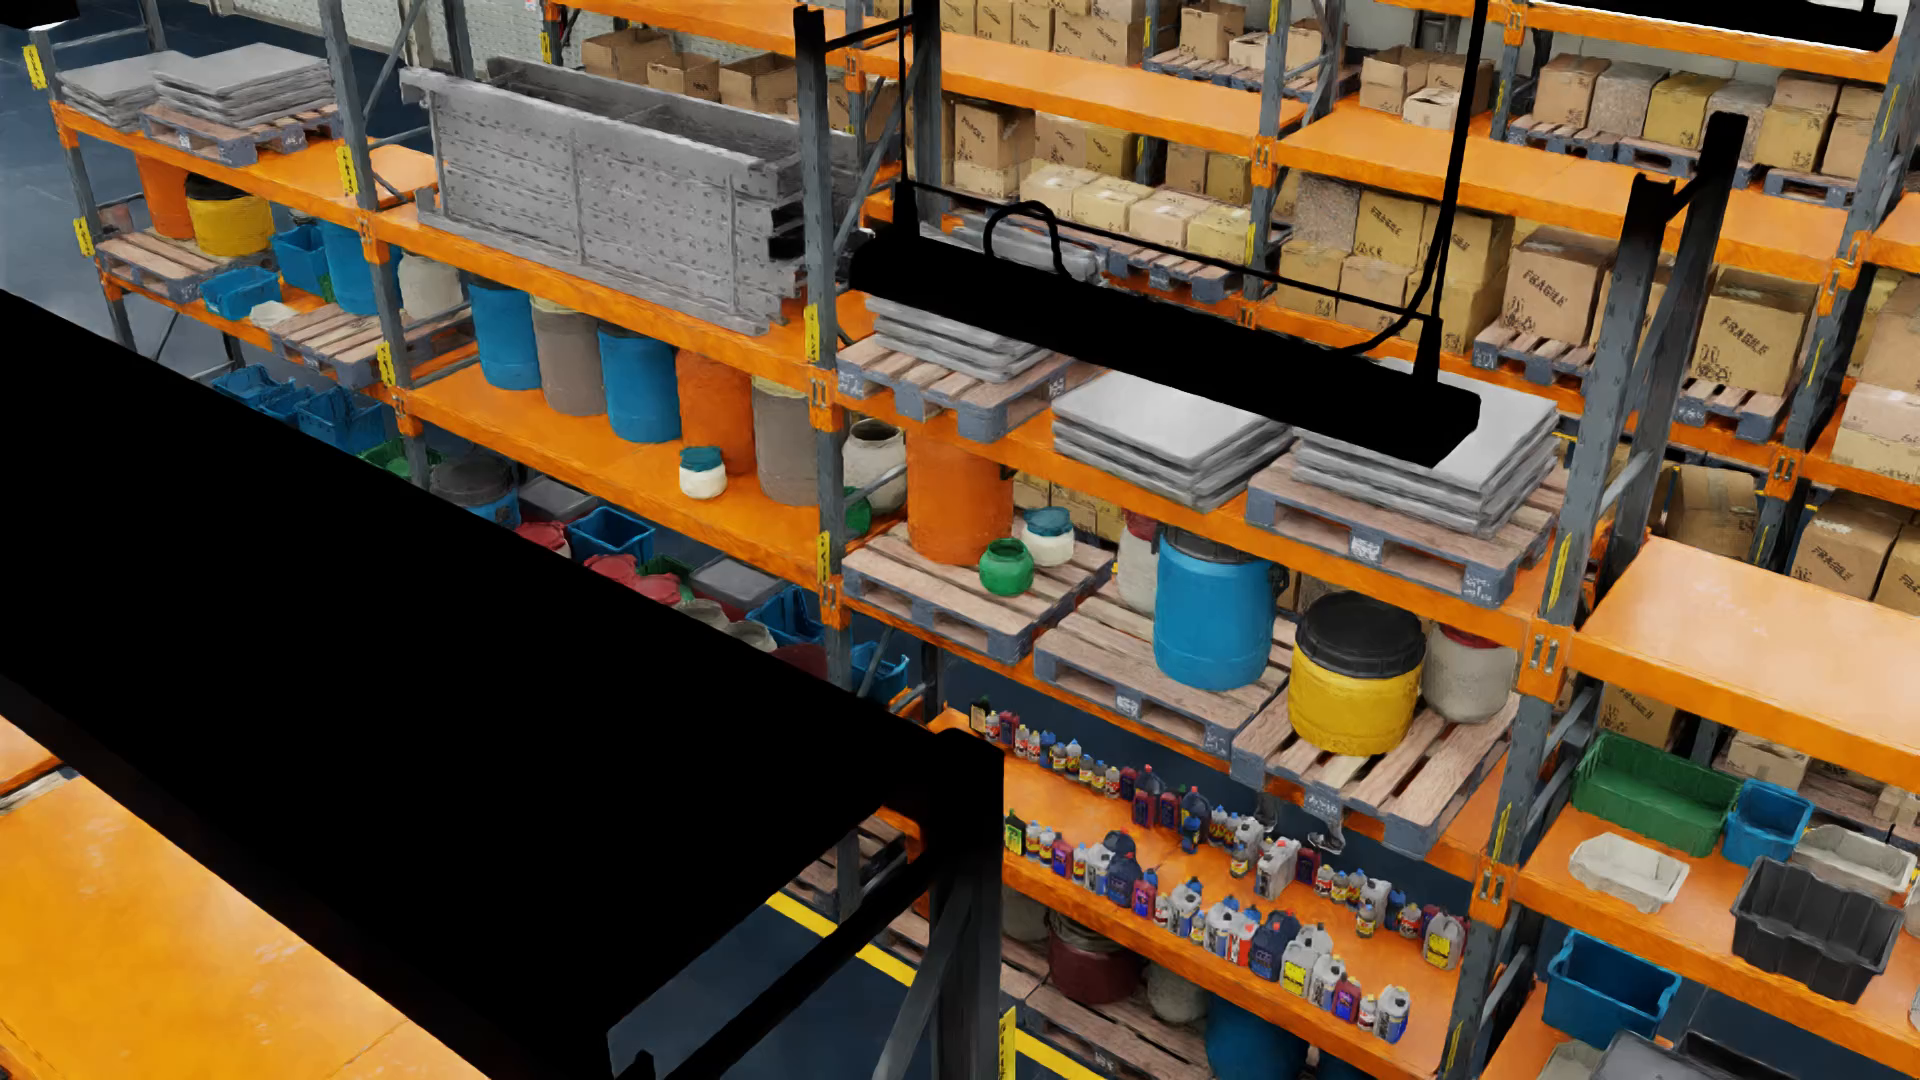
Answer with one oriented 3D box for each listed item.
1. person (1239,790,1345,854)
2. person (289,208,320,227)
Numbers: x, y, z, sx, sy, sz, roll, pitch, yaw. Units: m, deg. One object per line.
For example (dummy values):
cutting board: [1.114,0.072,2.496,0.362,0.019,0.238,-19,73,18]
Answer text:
person: [2.333,1.450,11.437,0.815,1.530,0.562,26,40,36]
person: [-7.063,-2.891,18.455,0.782,1.613,0.622,9,33,14]
